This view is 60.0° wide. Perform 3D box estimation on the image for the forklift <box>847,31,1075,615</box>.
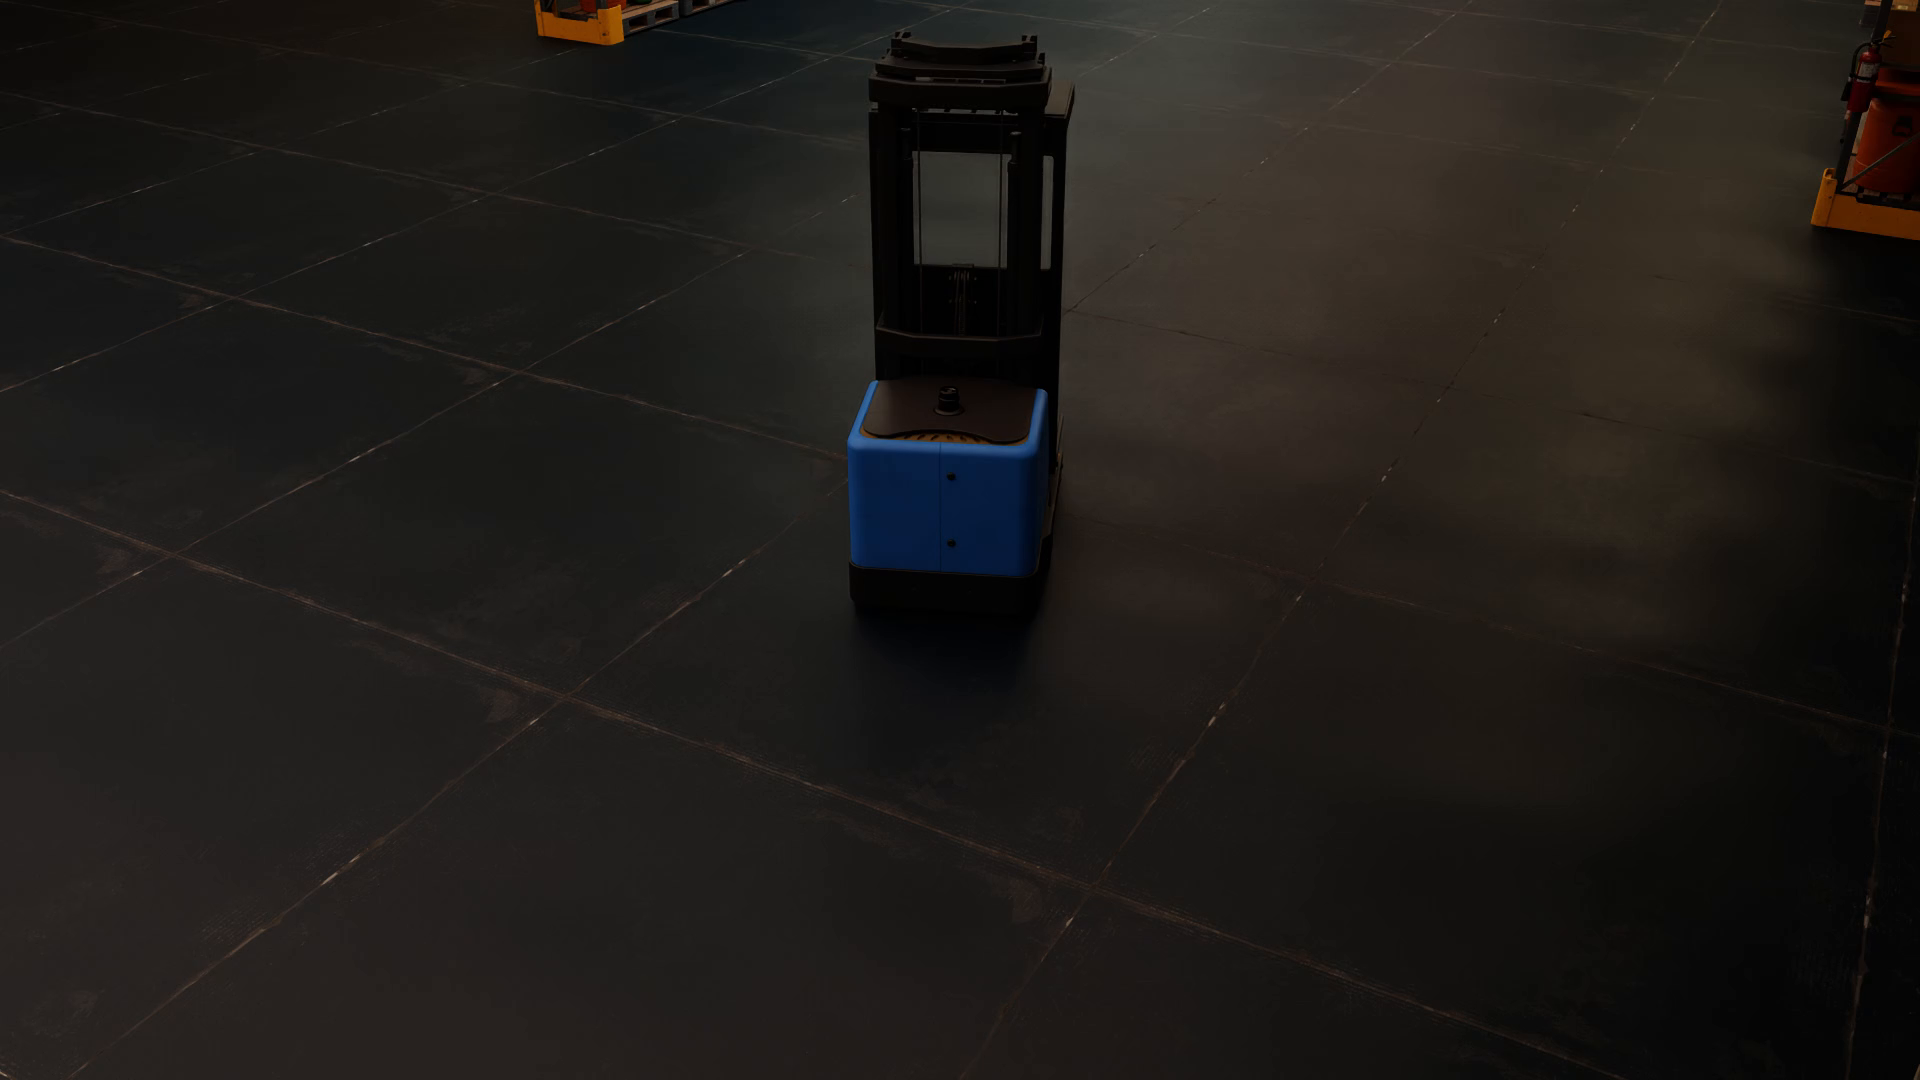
[{"bbox_3d":[0.072,-1.572,9.794,1.130,2.935,3.031,3,30,6],"label":"forklift"}]
